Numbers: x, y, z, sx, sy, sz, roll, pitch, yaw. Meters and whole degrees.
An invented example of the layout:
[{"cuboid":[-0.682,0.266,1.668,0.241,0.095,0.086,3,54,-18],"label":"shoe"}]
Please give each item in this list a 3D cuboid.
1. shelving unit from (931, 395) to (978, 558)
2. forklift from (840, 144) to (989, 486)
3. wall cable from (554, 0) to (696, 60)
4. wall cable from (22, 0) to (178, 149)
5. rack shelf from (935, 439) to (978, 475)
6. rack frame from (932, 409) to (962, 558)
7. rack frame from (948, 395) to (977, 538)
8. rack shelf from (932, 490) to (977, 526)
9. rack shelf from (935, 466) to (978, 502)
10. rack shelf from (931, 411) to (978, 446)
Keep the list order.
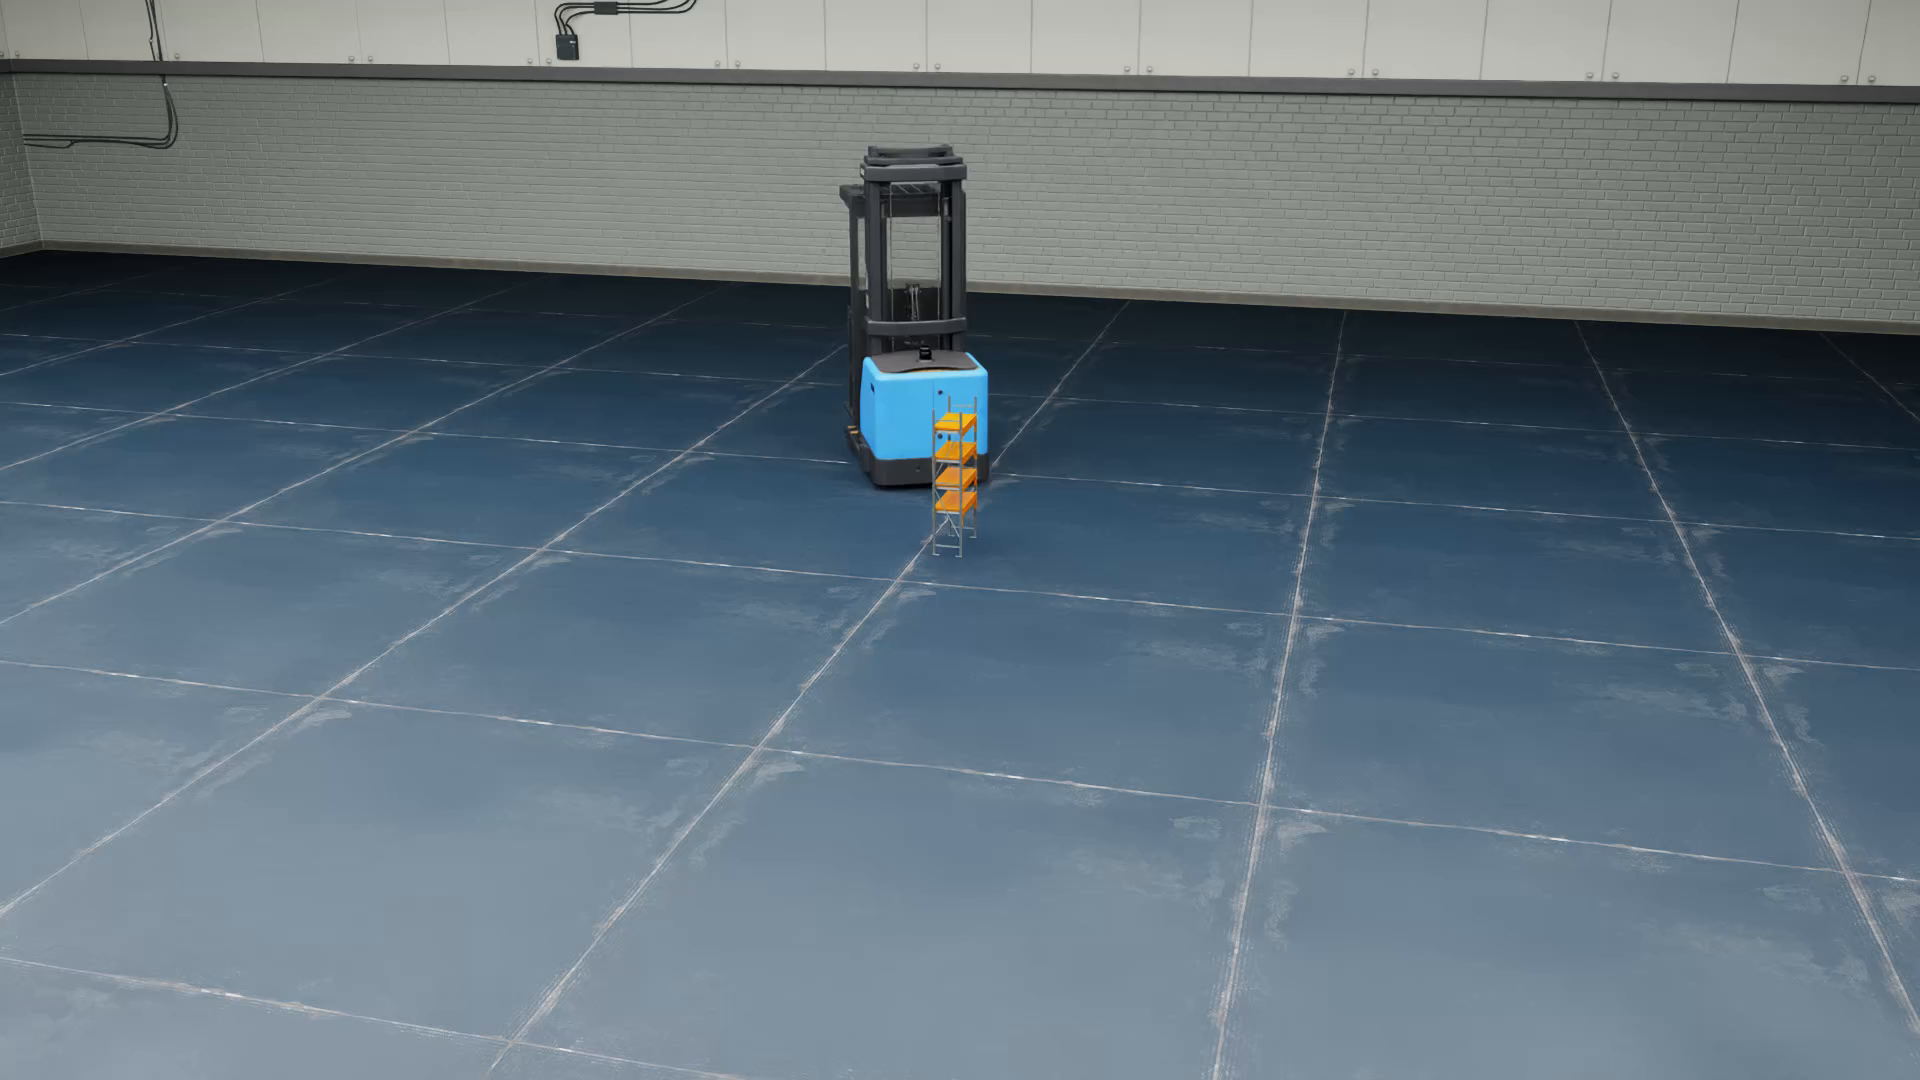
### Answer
[{"cuboid":[-0.040,-0.516,13.342,0.258,1.200,0.503,5,19,13],"label":"shelving unit"},{"cuboid":[-0.535,-2.313,15.924,1.130,2.935,3.031,-4,19,-11],"label":"forklift"},{"cuboid":[-4.846,-9.887,23.451,2.305,6.003,0.169,5,19,13],"label":"wall cable"},{"cuboid":[-14.048,-7.563,26.712,3.097,2.526,0.112,5,19,13],"label":"wall cable"},{"cuboid":[-0.040,-0.664,13.291,0.258,0.148,0.480,5,19,13],"label":"rack shelf"},{"cuboid":[-0.100,-0.439,13.118,0.240,1.200,0.015,5,19,13],"label":"rack frame"},{"cuboid":[0.019,-0.592,13.566,0.240,1.200,0.015,5,19,13],"label":"rack frame"},{"cuboid":[-0.040,-0.264,13.428,0.258,0.148,0.480,5,19,13],"label":"rack shelf"},{"cuboid":[-0.040,-0.452,13.363,0.258,0.148,0.480,5,19,13],"label":"rack shelf"},{"cuboid":[-0.040,-0.888,13.215,0.258,0.148,0.480,5,19,13],"label":"rack shelf"}]
